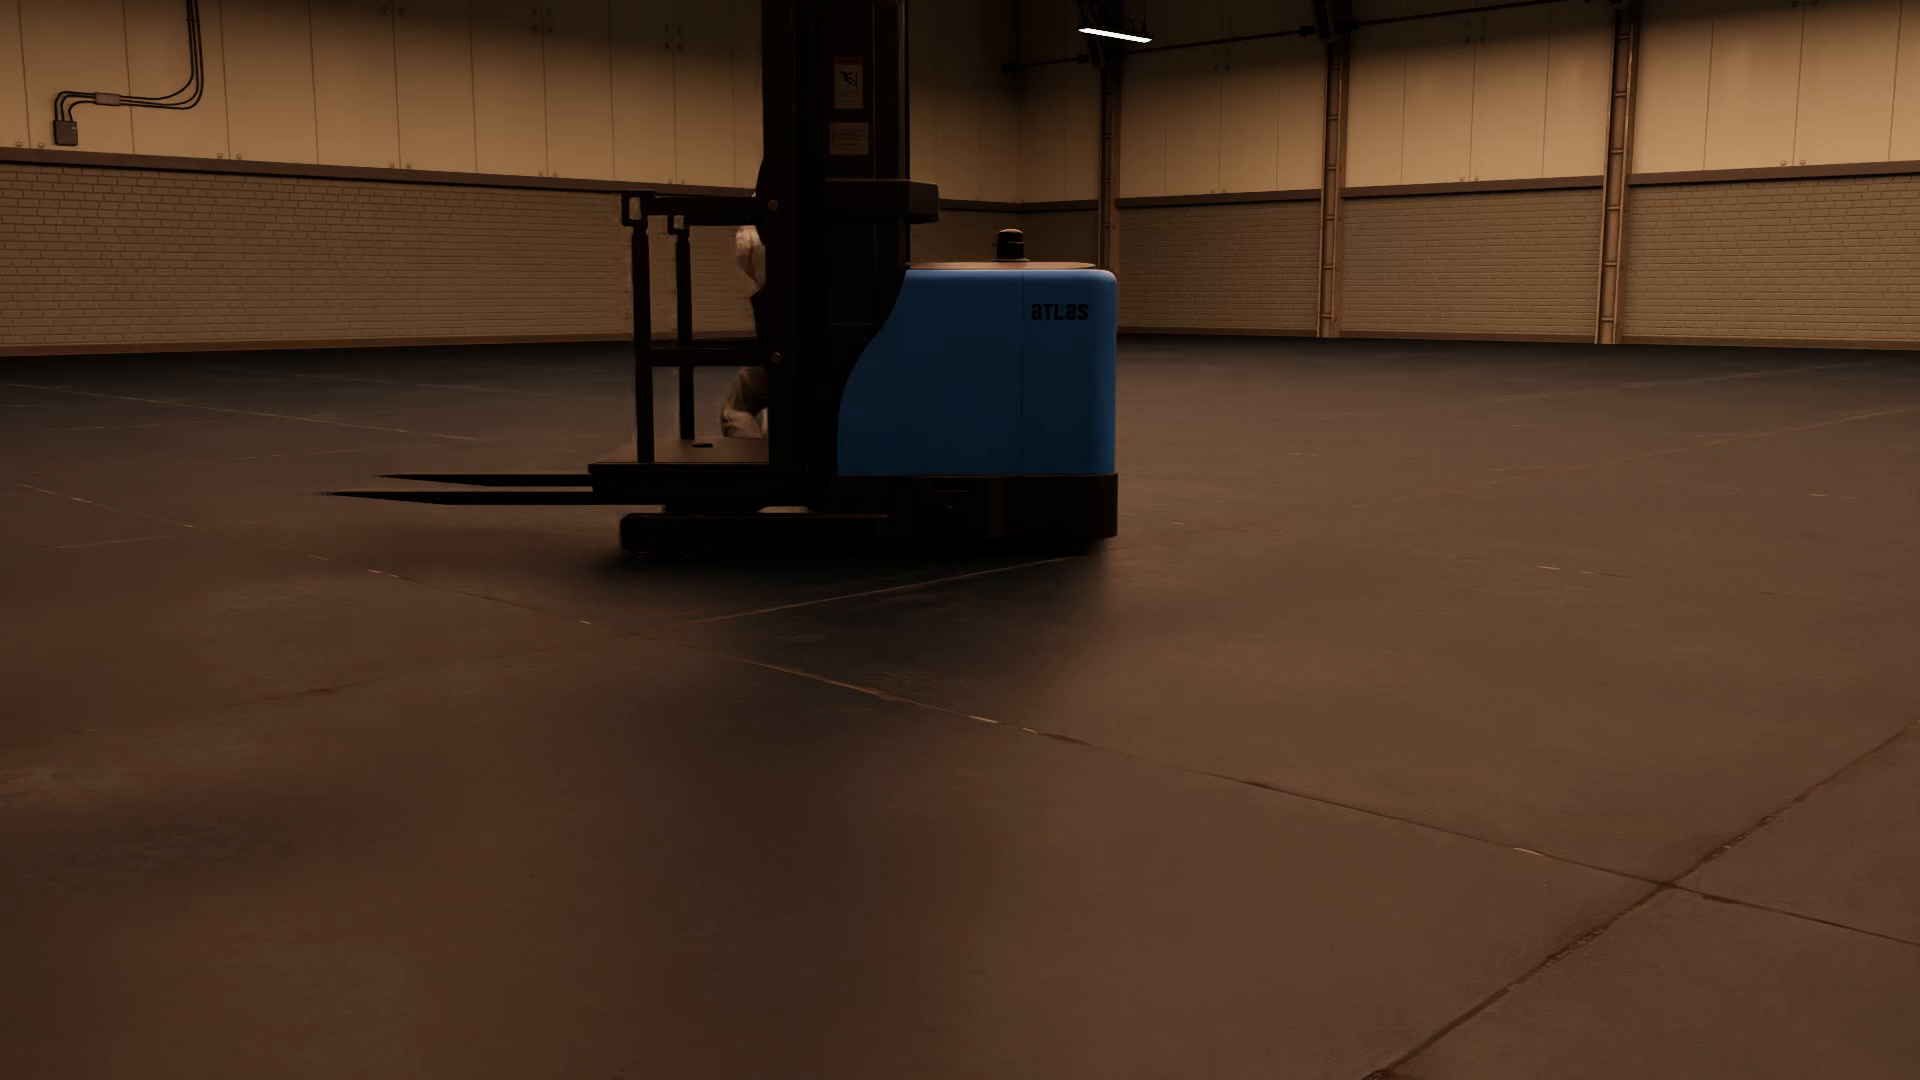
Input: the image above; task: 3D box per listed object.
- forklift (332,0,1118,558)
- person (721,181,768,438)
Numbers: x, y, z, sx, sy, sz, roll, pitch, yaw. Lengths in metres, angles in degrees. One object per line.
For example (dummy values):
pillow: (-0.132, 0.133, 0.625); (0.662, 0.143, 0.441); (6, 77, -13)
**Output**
forklift: (-0.916, -1.460, 6.571); (3.031, 2.935, 1.130); (0, 9, 0)
person: (-0.612, -0.924, 7.676); (1.018, 1.501, 0.727); (-4, 9, -24)
